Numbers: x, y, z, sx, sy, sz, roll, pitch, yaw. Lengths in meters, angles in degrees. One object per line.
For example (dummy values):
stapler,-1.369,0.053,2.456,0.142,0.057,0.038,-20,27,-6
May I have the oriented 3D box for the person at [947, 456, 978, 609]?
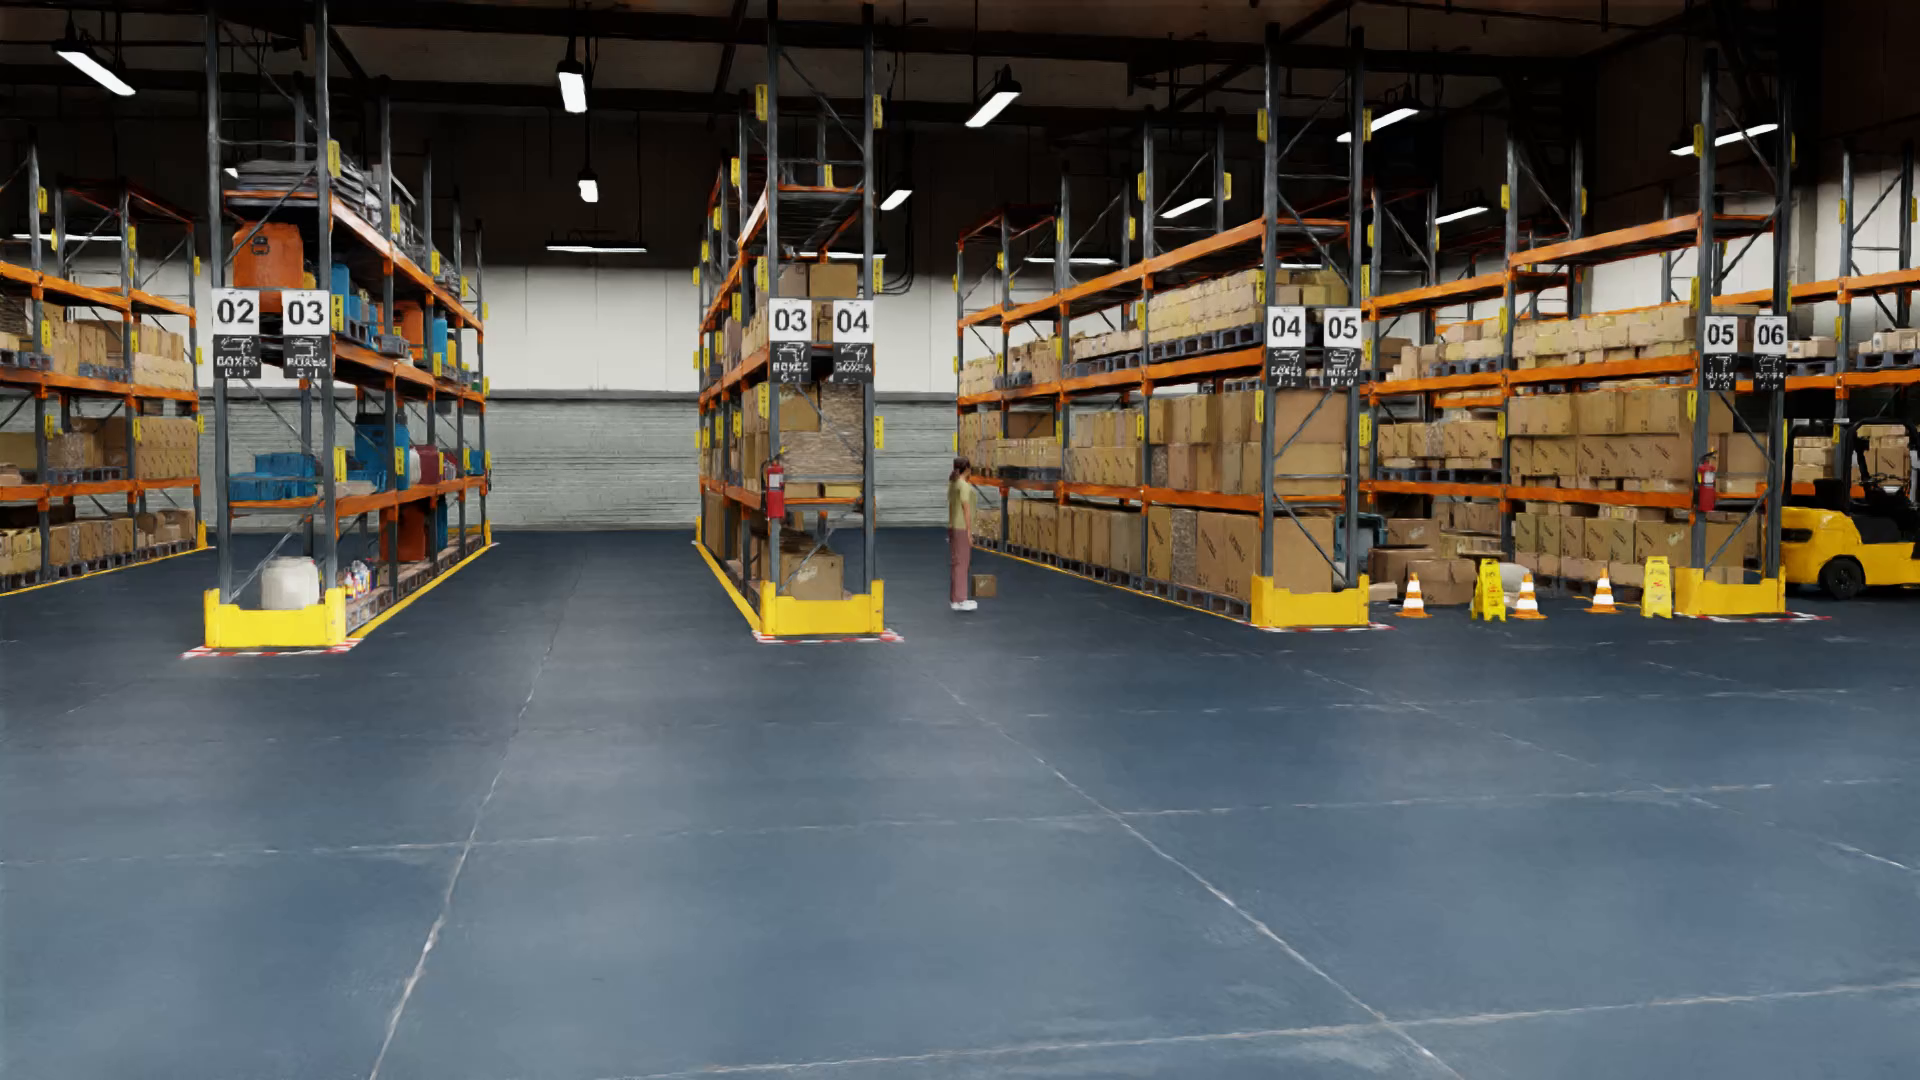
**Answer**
person,0.048,-0.088,18.323,0.358,1.680,0.525,-1,3,-21
